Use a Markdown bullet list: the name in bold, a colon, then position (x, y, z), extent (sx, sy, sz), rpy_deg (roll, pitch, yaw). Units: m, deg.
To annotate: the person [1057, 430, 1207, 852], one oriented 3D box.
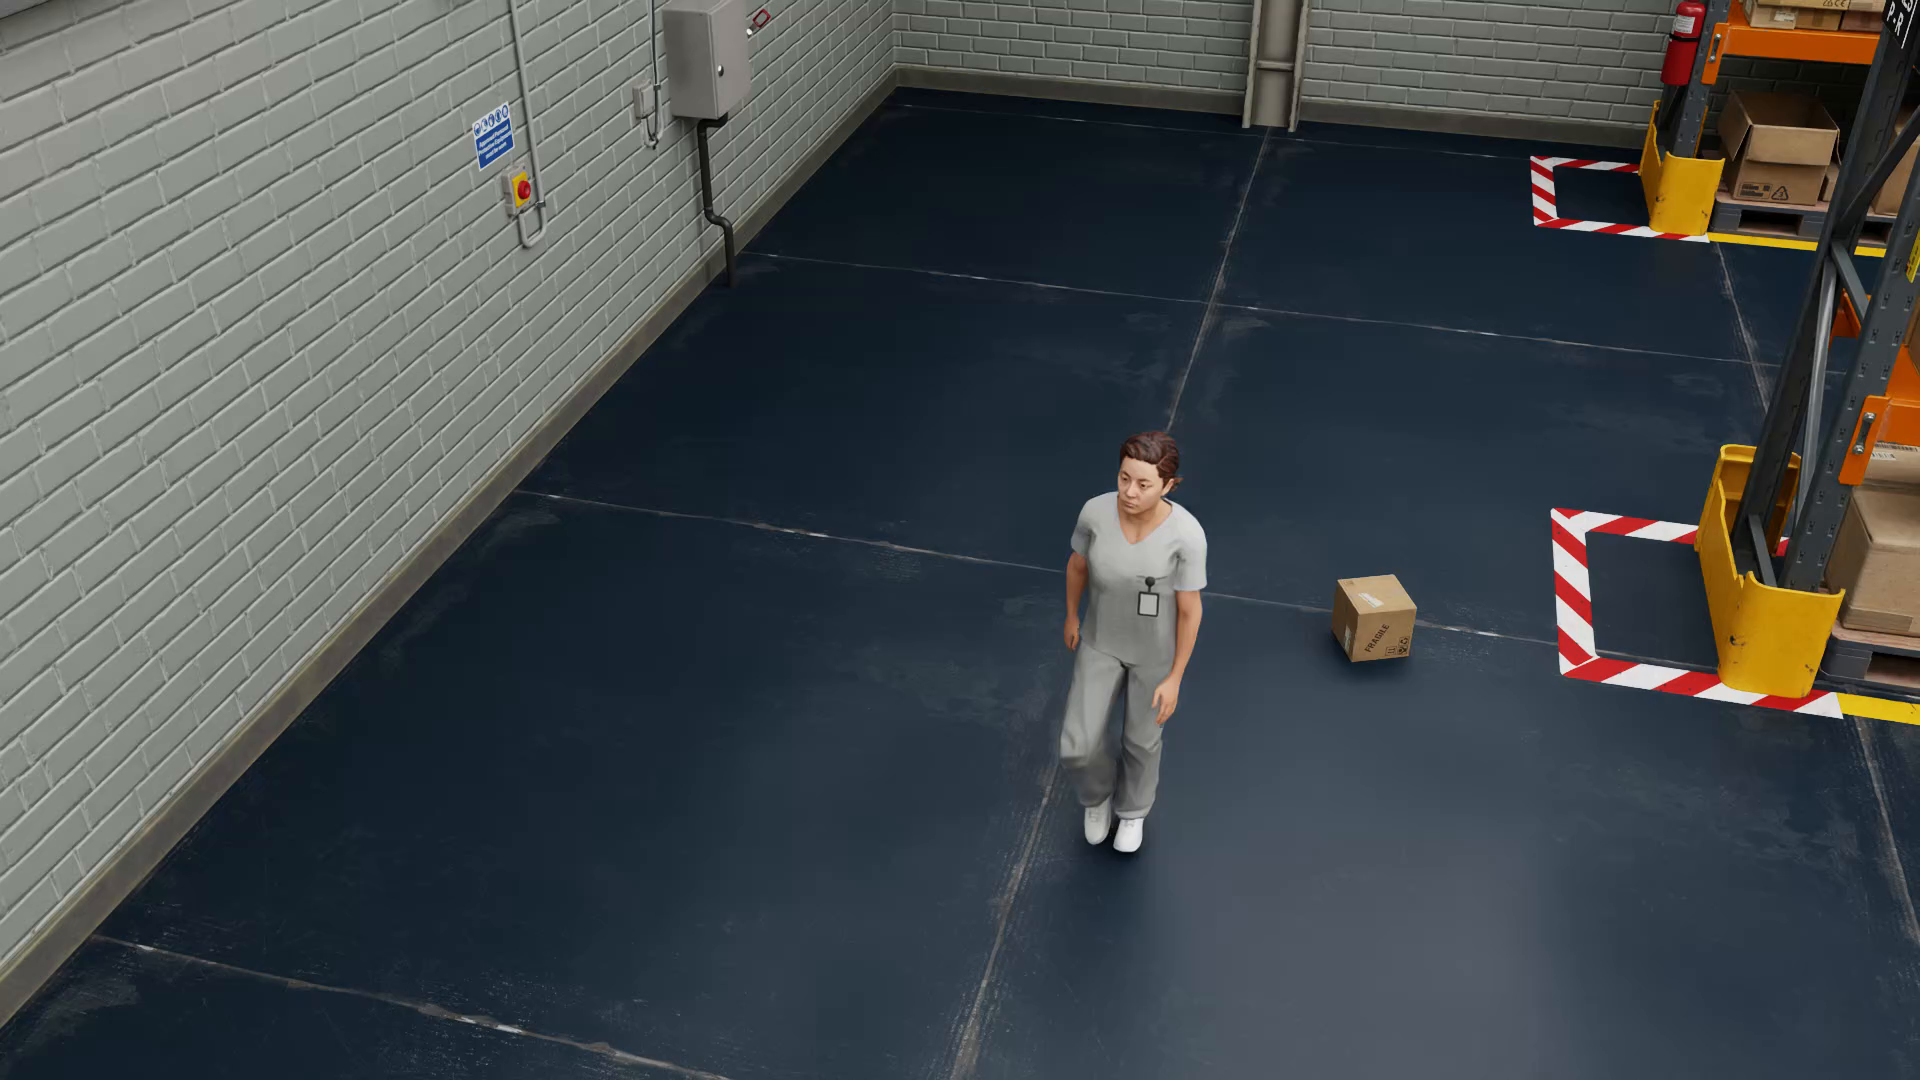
- **person**: position (0.549, 0.391, 5.527), extent (0.493, 1.685, 0.449), rpy_deg (10, 34, 15)
